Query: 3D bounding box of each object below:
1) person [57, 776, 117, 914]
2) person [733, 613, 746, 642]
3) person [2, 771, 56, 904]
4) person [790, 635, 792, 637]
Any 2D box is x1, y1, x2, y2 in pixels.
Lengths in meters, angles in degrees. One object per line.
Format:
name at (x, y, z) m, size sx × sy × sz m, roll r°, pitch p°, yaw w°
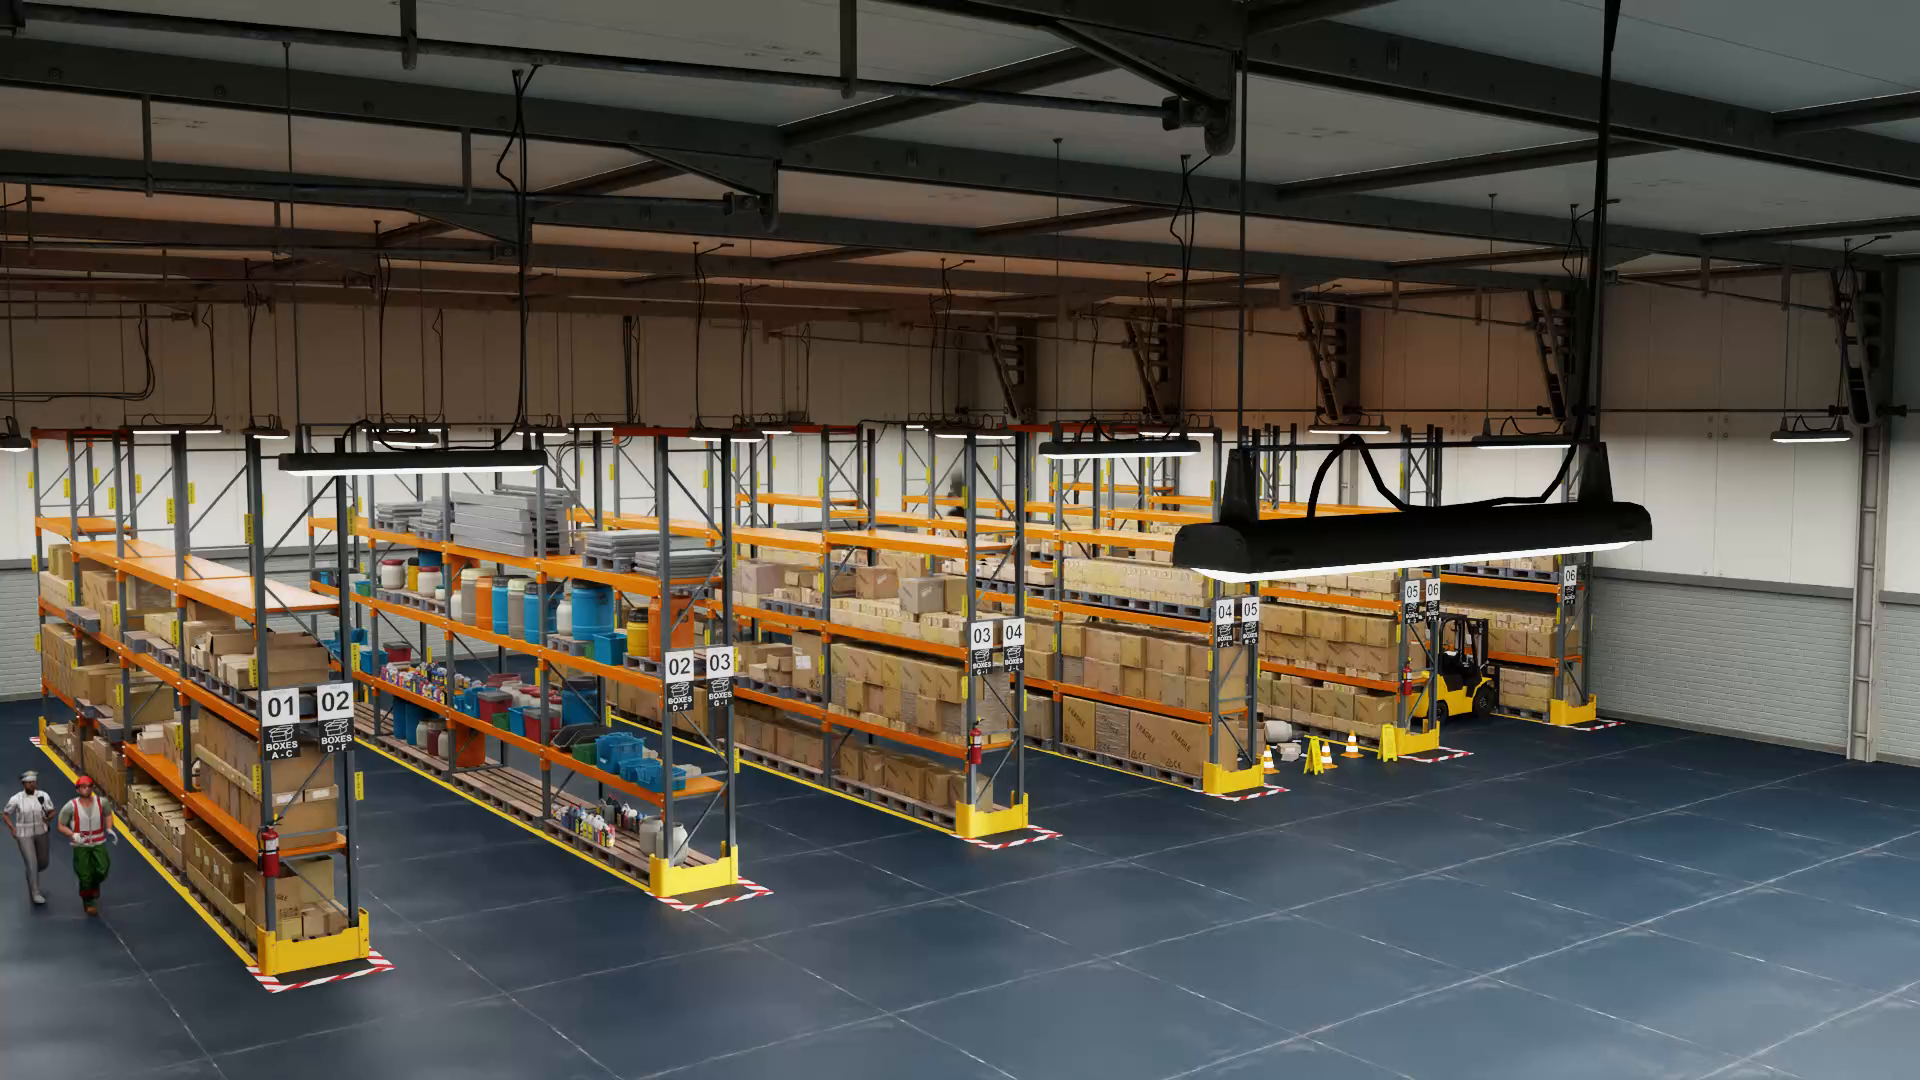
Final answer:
person at (-10.928, 3.825, 20.860) m, size 0.654 × 1.742 × 0.559 m, roll -4°, pitch 6°, yaw -40°
person at (-5.657, 2.067, 41.439) m, size 0.928 × 1.749 × 0.730 m, roll -4°, pitch 6°, yaw -45°
person at (-11.992, 3.809, 21.476) m, size 0.588 × 1.658 × 0.810 m, roll -4°, pitch 6°, yaw -44°
person at (-4.152, 1.917, 41.577) m, size 0.624 × 1.767 × 0.709 m, roll 3°, pitch 5°, yaw 34°
